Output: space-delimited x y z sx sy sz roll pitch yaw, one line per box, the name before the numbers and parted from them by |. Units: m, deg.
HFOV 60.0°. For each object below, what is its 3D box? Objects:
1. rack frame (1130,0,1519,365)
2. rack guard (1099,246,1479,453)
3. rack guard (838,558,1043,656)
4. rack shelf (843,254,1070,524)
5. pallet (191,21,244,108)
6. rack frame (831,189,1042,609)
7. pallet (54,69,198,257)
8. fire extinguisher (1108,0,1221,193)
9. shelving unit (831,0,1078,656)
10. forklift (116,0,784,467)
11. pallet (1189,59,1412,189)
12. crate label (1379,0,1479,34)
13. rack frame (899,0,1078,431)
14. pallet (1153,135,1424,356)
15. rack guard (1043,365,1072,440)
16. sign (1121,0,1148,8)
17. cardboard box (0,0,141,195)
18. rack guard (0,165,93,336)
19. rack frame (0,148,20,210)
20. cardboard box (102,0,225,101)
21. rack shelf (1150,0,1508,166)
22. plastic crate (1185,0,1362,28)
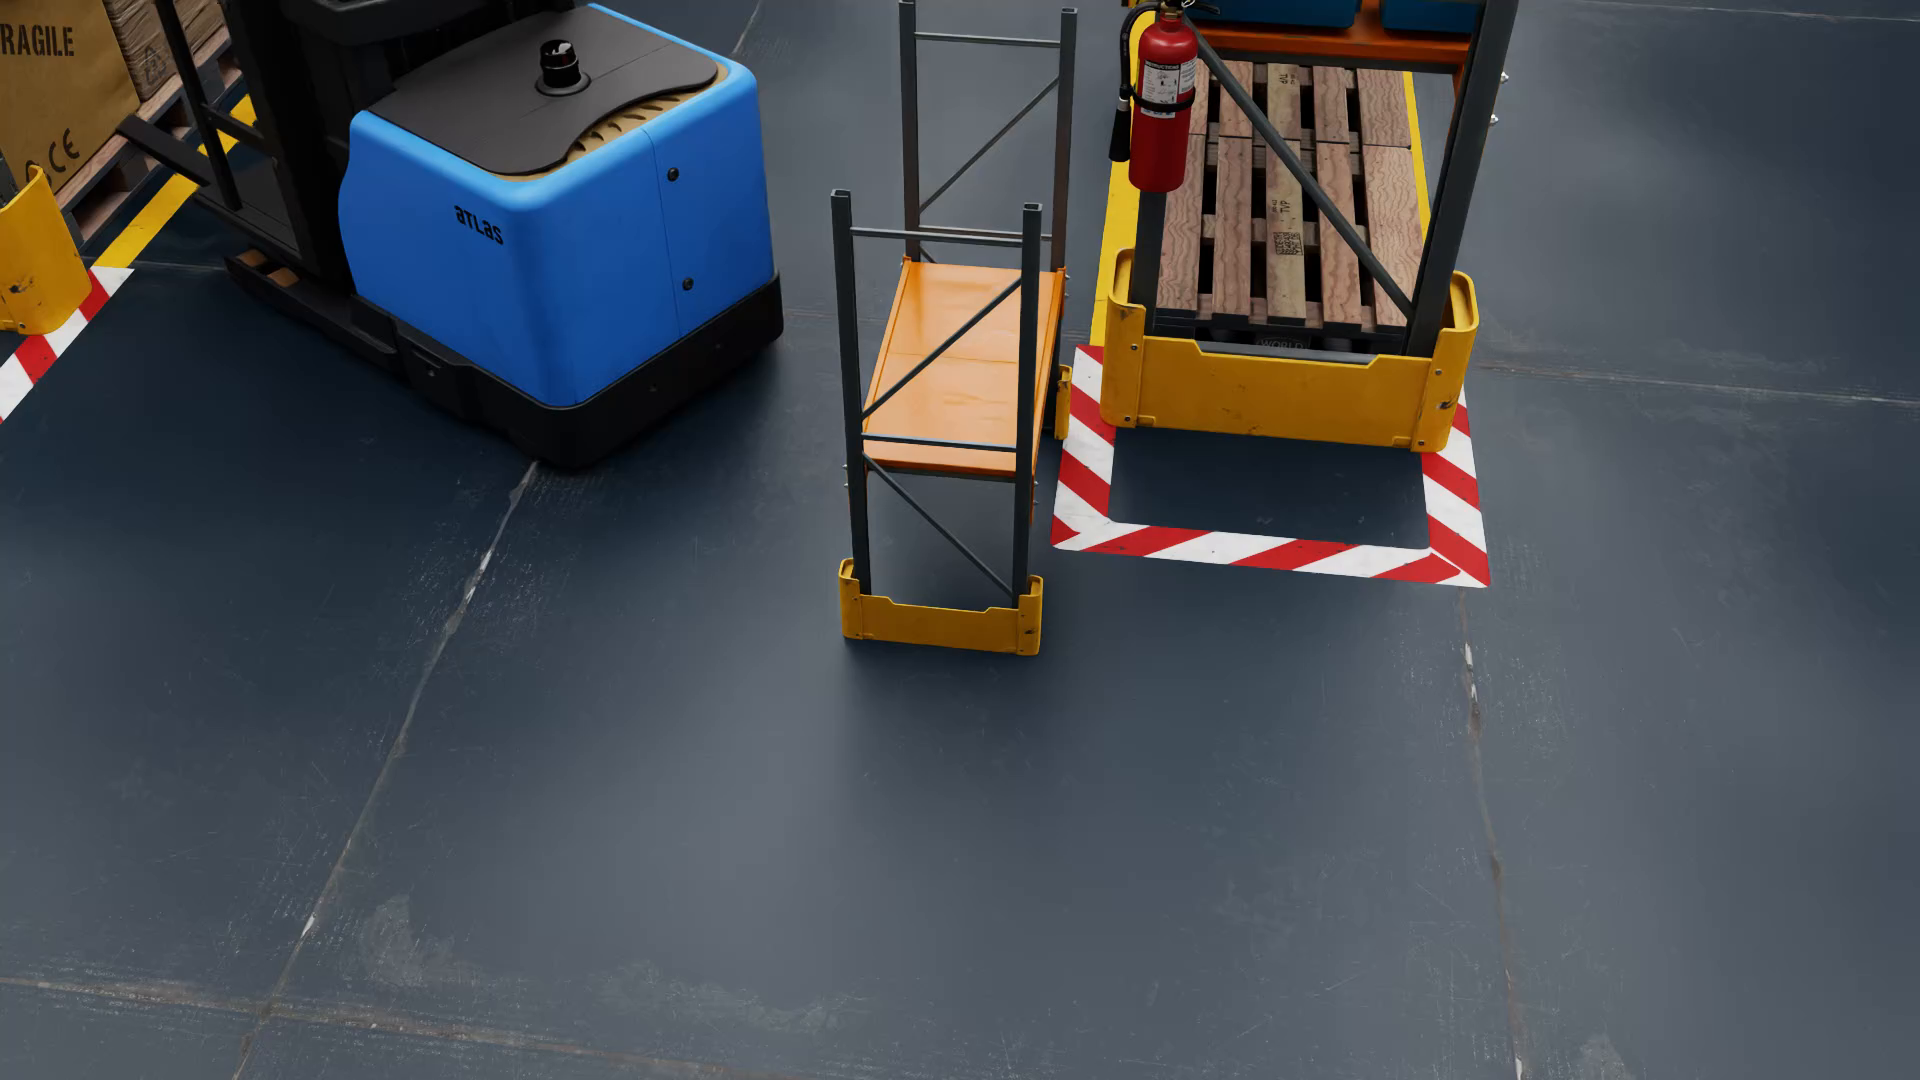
rack frame | 1.064 -1.562 4.718 1.000 3.000 0.127 5 44 6
rack guard | 1.073 -0.637 5.559 1.175 0.500 0.348 5 44 6
rack guard | -0.056 0.197 4.860 0.587 0.250 0.087 5 44 6
rack shelf | 0.011 -0.472 4.919 0.538 0.185 1.000 5 44 6
pallet | -3.654 -2.381 7.611 1.003 0.211 1.213 5 44 6
rack frame | -0.056 -0.256 4.430 0.500 1.500 0.032 5 44 6
pallet | -3.818 -1.552 6.735 1.003 0.211 1.213 5 44 6
fire extinguisher | 0.593 -1.337 4.808 0.296 0.674 0.183 5 44 6
shelving unit | 0.010 -0.597 4.789 0.587 1.500 1.083 5 44 6
forklift | -2.095 -2.151 5.390 3.031 2.935 1.130 29 51 27
pallet | 1.375 -1.937 7.142 1.003 0.211 1.213 5 44 6
crate label | 1.423 -1.661 4.901 0.416 0.233 0.303 5 44 6
rack frame | 0.078 -0.949 5.162 0.500 1.500 0.032 5 44 6
pallet | 1.211 -1.108 6.267 1.003 0.211 1.213 5 44 6
rack guard | 0.076 -0.482 5.577 0.587 0.250 0.087 5 44 6
sign | 0.516 -1.660 4.703 0.100 0.325 0.005 5 44 6
cardboard box | -3.841 -1.837 6.248 0.875 0.875 0.875 5 44 6
rack guard | -3.849 -1.088 6.036 1.175 0.500 0.348 5 44 6
rack frame | -3.846 -2.012 5.194 1.000 3.000 0.127 5 44 6
cardboard box | -3.720 -2.457 6.903 0.875 0.875 0.875 5 44 6
rack shelf | 1.328 -2.664 6.405 1.077 0.370 4.000 5 44 6
plastic crate | 0.923 -1.842 4.944 0.616 0.435 0.499 5 44 6
